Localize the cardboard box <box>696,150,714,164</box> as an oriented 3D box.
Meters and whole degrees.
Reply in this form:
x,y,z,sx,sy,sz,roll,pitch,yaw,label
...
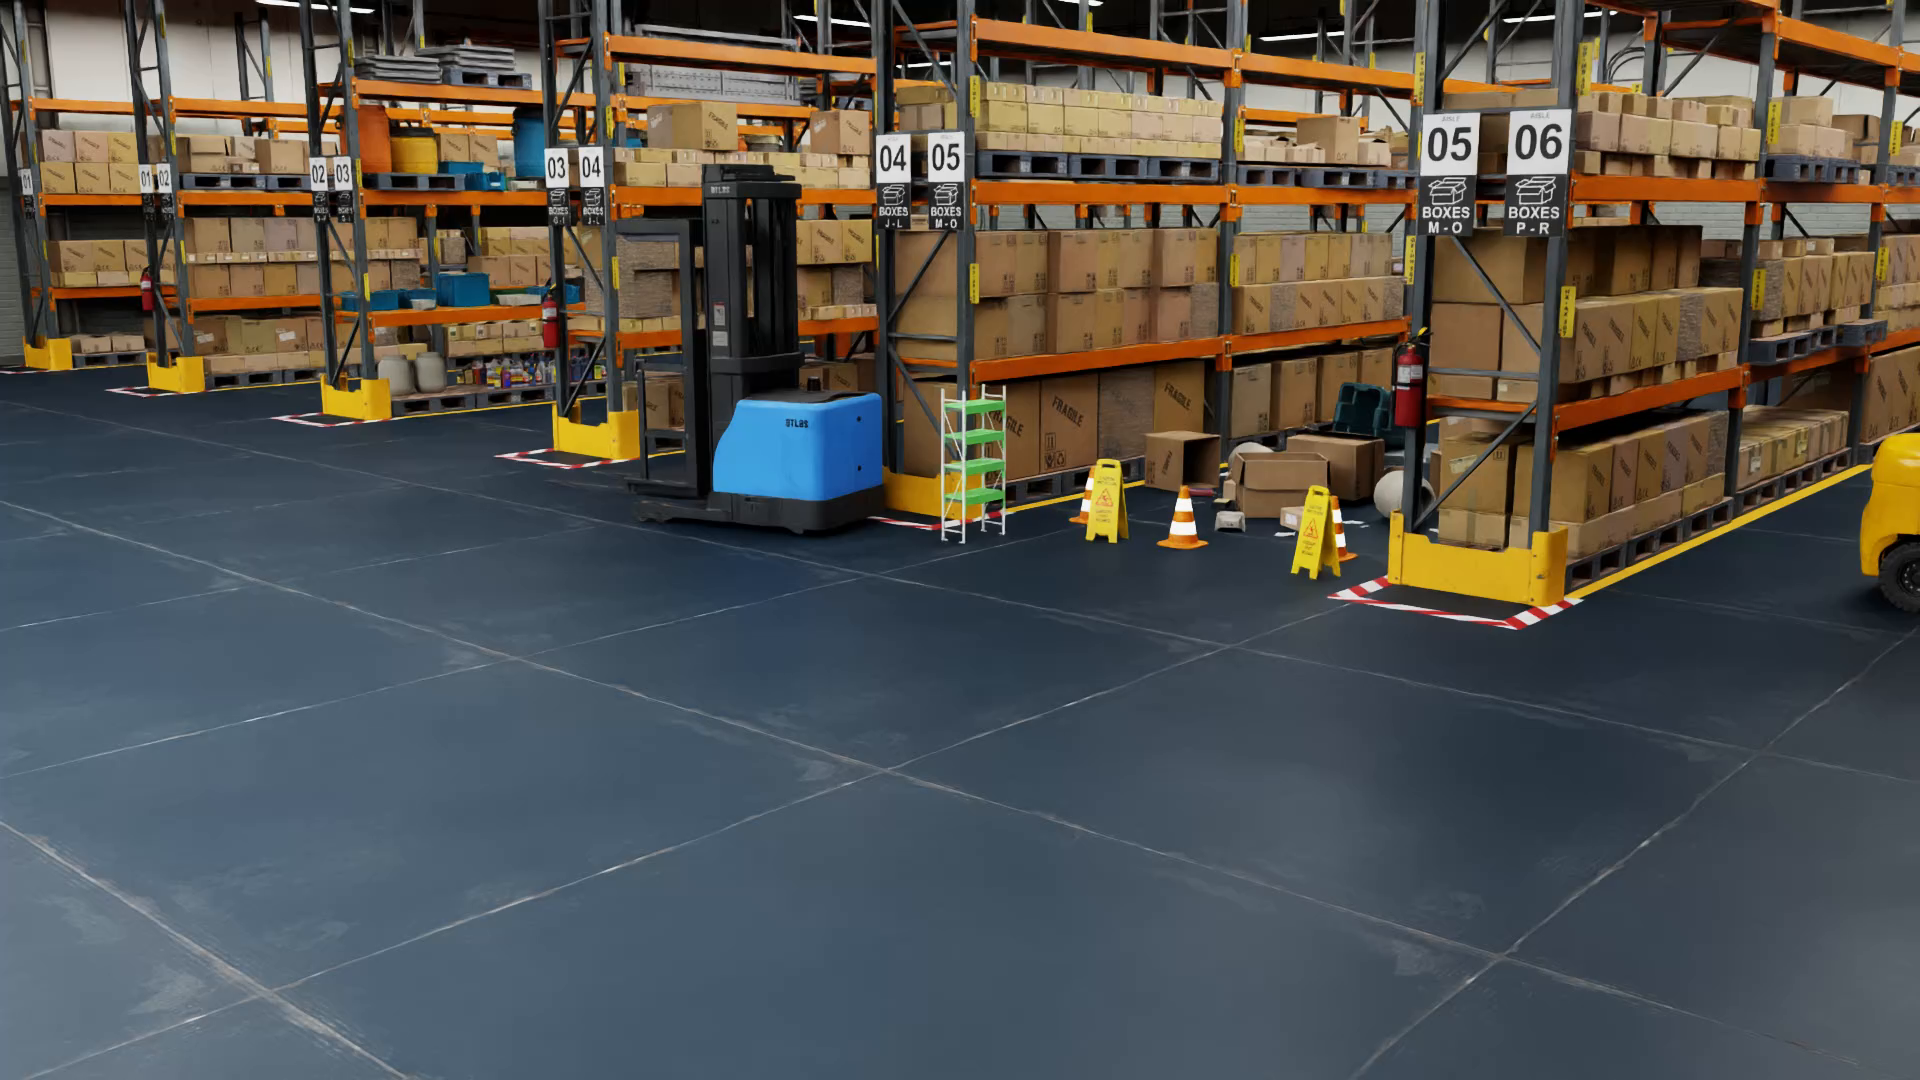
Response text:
x,y,z,sx,sy,sz,roll,pitch,yaw,label
-2.883,-4.142,18.000,0.380,0.149,0.250,10,15,40,cardboard box

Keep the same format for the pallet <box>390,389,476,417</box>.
x,y,z,sx,sy,sz,roll,pitch,yaw,label
-7.118,-1.803,21.700,1.003,0.211,1.213,10,15,40,pallet

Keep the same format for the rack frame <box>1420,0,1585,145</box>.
x,y,z,sx,sy,sz,roll,pitch,yaw,label
3.491,-4.055,10.537,1.000,3.000,0.127,10,15,40,rack frame

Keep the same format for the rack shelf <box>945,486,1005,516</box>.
x,y,z,sx,sy,sz,roll,pitch,yaw,label
0.109,-0.315,13.275,0.258,0.148,0.480,10,15,40,rack shelf

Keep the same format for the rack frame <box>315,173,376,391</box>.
x,y,z,sx,sy,sz,roll,pitch,yaw,label
-7.673,-3.035,20.746,1.000,3.000,0.127,10,15,40,rack frame

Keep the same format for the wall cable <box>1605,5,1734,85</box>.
x,y,z,sx,sy,sz,roll,pitch,yaw,label
12.930,-9.654,30.357,2.277,5.999,0.120,10,15,40,wall cable

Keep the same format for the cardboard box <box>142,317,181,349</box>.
x,y,z,sx,sy,sz,roll,pitch,yaw,label
-13.693,-3.581,28.740,0.700,0.500,0.500,9,14,37,cardboard box

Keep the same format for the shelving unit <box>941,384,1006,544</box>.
x,y,z,sx,sy,sz,roll,pitch,yaw,label
0.109,-0.613,13.216,0.258,1.200,0.503,10,15,40,shelving unit

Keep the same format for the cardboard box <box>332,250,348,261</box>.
x,y,z,sx,sy,sz,roll,pitch,yaw,label
-9.609,-4.377,25.555,0.380,0.149,0.250,10,15,42,cardboard box

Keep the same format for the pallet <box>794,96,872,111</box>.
x,y,z,sx,sy,sz,roll,pitch,yaw,label
-1.893,-6.967,26.620,1.213,0.211,1.003,10,15,40,pallet

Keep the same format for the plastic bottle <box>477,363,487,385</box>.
x,y,z,sx,sy,sz,roll,pitch,yaw,label
-6.523,-2.265,22.705,0.061,0.283,0.133,10,15,40,plastic bottle

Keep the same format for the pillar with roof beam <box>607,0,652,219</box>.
x,y,z,sx,sy,sz,roll,pitch,yaw,label
-4.148,-8.681,33.700,9.100,9.000,0.548,10,15,40,pillar with roof beam

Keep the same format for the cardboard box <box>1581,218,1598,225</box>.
x,y,z,sx,sy,sz,roll,pitch,yaw,label
8.795,-4.372,23.875,0.500,0.500,0.500,10,15,41,cardboard box

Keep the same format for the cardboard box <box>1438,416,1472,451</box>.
x,y,z,sx,sy,sz,roll,pitch,yaw,label
4.775,-1.073,15.372,0.500,0.500,0.500,10,15,40,cardboard box

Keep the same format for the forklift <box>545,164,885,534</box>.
x,y,z,sx,sy,sz,roll,pitch,yaw,label
-2.182,-1.664,14.057,3.031,2.935,1.130,6,13,27,forklift

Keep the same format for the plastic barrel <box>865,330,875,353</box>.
x,y,z,sx,sy,sz,roll,pitch,yaw,label
-1.337,-3.475,28.037,0.600,0.588,0.708,10,15,40,plastic barrel

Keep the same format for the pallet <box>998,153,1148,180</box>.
x,y,z,sx,sy,sz,roll,pitch,yaw,label
0.993,-3.456,15.425,1.003,0.211,1.213,10,15,40,pallet

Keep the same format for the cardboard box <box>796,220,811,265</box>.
x,y,z,sx,sy,sz,roll,pitch,yaw,label
-2.063,-3.419,19.103,0.500,0.500,0.500,10,15,40,cardboard box

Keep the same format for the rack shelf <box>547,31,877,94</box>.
x,y,z,sx,sy,sz,roll,pitch,yaw,label
-2.633,-5.276,18.496,1.077,0.370,4.000,10,15,40,rack shelf

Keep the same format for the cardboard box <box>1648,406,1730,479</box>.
x,y,z,sx,sy,sz,roll,pitch,yaw,label
5.943,-0.805,13.616,0.500,0.500,0.500,10,15,40,cardboard box

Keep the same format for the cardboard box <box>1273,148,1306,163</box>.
x,y,z,sx,sy,sz,roll,pitch,yaw,label
3.467,-4.102,17.745,0.380,0.149,0.250,10,15,40,cardboard box

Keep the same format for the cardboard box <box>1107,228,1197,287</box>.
x,y,z,sx,sy,sz,roll,pitch,yaw,label
1.802,-2.784,16.351,0.875,0.550,0.550,10,15,40,cardboard box

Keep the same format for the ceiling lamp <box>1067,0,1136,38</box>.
x,y,z,sx,sy,sz,roll,pitch,yaw,label
2.819,-11.905,34.936,2.000,3.185,0.800,10,15,40,ceiling lamp

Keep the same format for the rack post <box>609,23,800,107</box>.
x,y,z,sx,sy,sz,roll,pitch,yaw,label
-3.798,-6.964,24.591,1.013,1.000,3.121,10,15,40,rack post

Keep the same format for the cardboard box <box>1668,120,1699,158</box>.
x,y,z,sx,sy,sz,roll,pitch,yaw,label
5.038,-2.921,12.140,0.500,0.250,0.500,10,15,42,cardboard box

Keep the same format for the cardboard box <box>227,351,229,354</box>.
x,y,z,sx,sy,sz,roll,pitch,yaw,label
-10.939,-2.725,25.145,0.500,0.250,0.500,10,15,40,cardboard box

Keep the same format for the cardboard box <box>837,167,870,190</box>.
x,y,z,sx,sy,sz,roll,pitch,yaw,label
-1.417,-4.279,19.702,0.500,0.250,0.500,11,15,42,cardboard box

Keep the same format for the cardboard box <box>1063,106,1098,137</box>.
x,y,z,sx,sy,sz,roll,pitch,yaw,label
0.884,-3.723,14.831,0.500,0.250,0.500,10,15,40,cardboard box

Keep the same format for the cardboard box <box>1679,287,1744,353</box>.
x,y,z,sx,sy,sz,roll,pitch,yaw,label
6.025,-1.799,13.544,0.500,0.500,0.500,9,15,39,cardboard box

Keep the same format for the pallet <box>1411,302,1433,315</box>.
x,y,z,sx,sy,sz,roll,pitch,yaw,label
5.377,-2.940,20.760,1.213,0.211,1.003,10,15,40,pallet

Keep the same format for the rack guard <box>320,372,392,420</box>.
x,y,z,sx,sy,sz,roll,pitch,yaw,label
-7.659,-1.826,21.077,1.175,0.500,0.348,10,15,40,rack guard

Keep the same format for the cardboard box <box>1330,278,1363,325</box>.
x,y,z,sx,sy,sz,roll,pitch,yaw,label
4.231,-2.716,18.897,0.500,0.500,0.500,9,15,39,cardboard box

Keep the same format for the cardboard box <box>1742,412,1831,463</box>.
x,y,z,sx,sy,sz,roll,pitch,yaw,label
7.911,-1.016,16.275,0.950,0.372,0.625,9,15,39,cardboard box

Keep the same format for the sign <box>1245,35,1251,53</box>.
x,y,z,sx,sy,sz,roll,pitch,yaw,label
4.384,-7.530,25.350,0.100,0.325,0.005,10,15,40,sign

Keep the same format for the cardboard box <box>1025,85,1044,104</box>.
x,y,z,sx,sy,sz,roll,pitch,yaw,label
0.500,-3.814,14.269,0.380,0.149,0.250,10,15,40,cardboard box

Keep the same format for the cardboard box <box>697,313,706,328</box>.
x,y,z,sx,sy,sz,roll,pitch,yaw,label
-2.910,-2.427,18.343,0.380,0.149,0.250,10,15,40,cardboard box

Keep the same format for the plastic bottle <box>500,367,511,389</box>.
x,y,z,sx,sy,sz,roll,pitch,yaw,label
-6.079,-2.176,22.257,0.061,0.283,0.133,10,15,41,plastic bottle

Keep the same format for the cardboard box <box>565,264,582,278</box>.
x,y,z,sx,sy,sz,roll,pitch,yaw,label
-6.847,-4.702,29.323,0.500,0.311,0.500,10,15,40,cardboard box

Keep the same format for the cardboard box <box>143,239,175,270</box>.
x,y,z,sx,sy,sz,roll,pitch,yaw,label
-13.563,-4.875,28.377,0.500,0.500,0.500,10,15,42,cardboard box

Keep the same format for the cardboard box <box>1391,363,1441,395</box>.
x,y,z,sx,sy,sz,roll,pitch,yaw,label
5.646,-1.966,20.707,0.500,0.500,0.500,9,14,38,cardboard box

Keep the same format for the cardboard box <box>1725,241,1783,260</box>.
x,y,z,sx,sy,sz,roll,pitch,yaw,label
6.708,-2.444,14.045,0.380,0.149,0.250,10,15,40,cardboard box

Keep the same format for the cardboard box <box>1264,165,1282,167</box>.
x,y,z,sx,sy,sz,roll,pitch,yaw,label
4.798,-6.136,27.033,0.700,0.500,0.500,11,16,43,cardboard box

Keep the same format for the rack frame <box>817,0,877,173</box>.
x,y,z,sx,sy,sz,roll,pitch,yaw,label
-1.312,-5.925,19.898,1.000,3.000,0.127,10,15,40,rack frame

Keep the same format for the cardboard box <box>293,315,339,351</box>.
x,y,z,sx,sy,sz,roll,pitch,yaw,label
-9.878,-3.171,25.464,0.500,0.500,0.500,10,15,40,cardboard box

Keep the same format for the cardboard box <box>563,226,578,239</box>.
x,y,z,sx,sy,sz,roll,pitch,yaw,label
-7.992,-6.403,34.628,0.500,0.250,0.500,10,15,41,cardboard box

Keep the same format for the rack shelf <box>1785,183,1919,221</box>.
x,y,z,sx,sy,sz,roll,pitch,yaw,label
10.092,-3.702,18.267,1.077,0.370,4.000,10,15,40,rack shelf

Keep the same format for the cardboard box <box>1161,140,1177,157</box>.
x,y,z,sx,sy,sz,roll,pitch,yaw,label
1.842,-3.721,15.840,0.380,0.149,0.250,10,15,41,cardboard box

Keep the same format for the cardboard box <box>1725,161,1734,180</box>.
x,y,z,sx,sy,sz,roll,pitch,yaw,label
5.920,-2.938,13.243,0.380,0.149,0.250,10,15,41,cardboard box

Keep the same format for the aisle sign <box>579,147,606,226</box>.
x,y,z,sx,sy,sz,roll,pitch,yaw,label
-3.768,-3.621,17.045,0.394,0.787,0.004,10,15,40,aisle sign

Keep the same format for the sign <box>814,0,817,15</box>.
x,y,z,sx,sy,sz,roll,pitch,yaw,label
-1.733,-6.531,20.146,0.100,0.325,0.005,10,15,40,sign

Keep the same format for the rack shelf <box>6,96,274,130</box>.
x,y,z,sx,sy,sz,roll,pitch,yaw,label
-13.795,-7.197,28.115,1.077,0.370,4.000,10,15,40,rack shelf

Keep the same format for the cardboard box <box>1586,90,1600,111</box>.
x,y,z,sx,sy,sz,roll,pitch,yaw,label
4.034,-2.917,11.103,0.380,0.149,0.250,10,15,40,cardboard box

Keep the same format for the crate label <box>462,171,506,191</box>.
x,y,z,sx,sy,sz,roll,pitch,yaw,label
-6.190,-4.665,21.631,0.502,0.251,0.408,10,15,40,crate label

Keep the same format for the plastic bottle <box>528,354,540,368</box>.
x,y,z,sx,sy,sz,roll,pitch,yaw,label
-6.002,-2.447,23.444,0.144,0.351,0.185,9,14,38,plastic bottle

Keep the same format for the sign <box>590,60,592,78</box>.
x,y,z,sx,sy,sz,roll,pitch,yaw,label
-6.525,-8.360,29.505,0.100,0.325,0.005,10,15,40,sign
